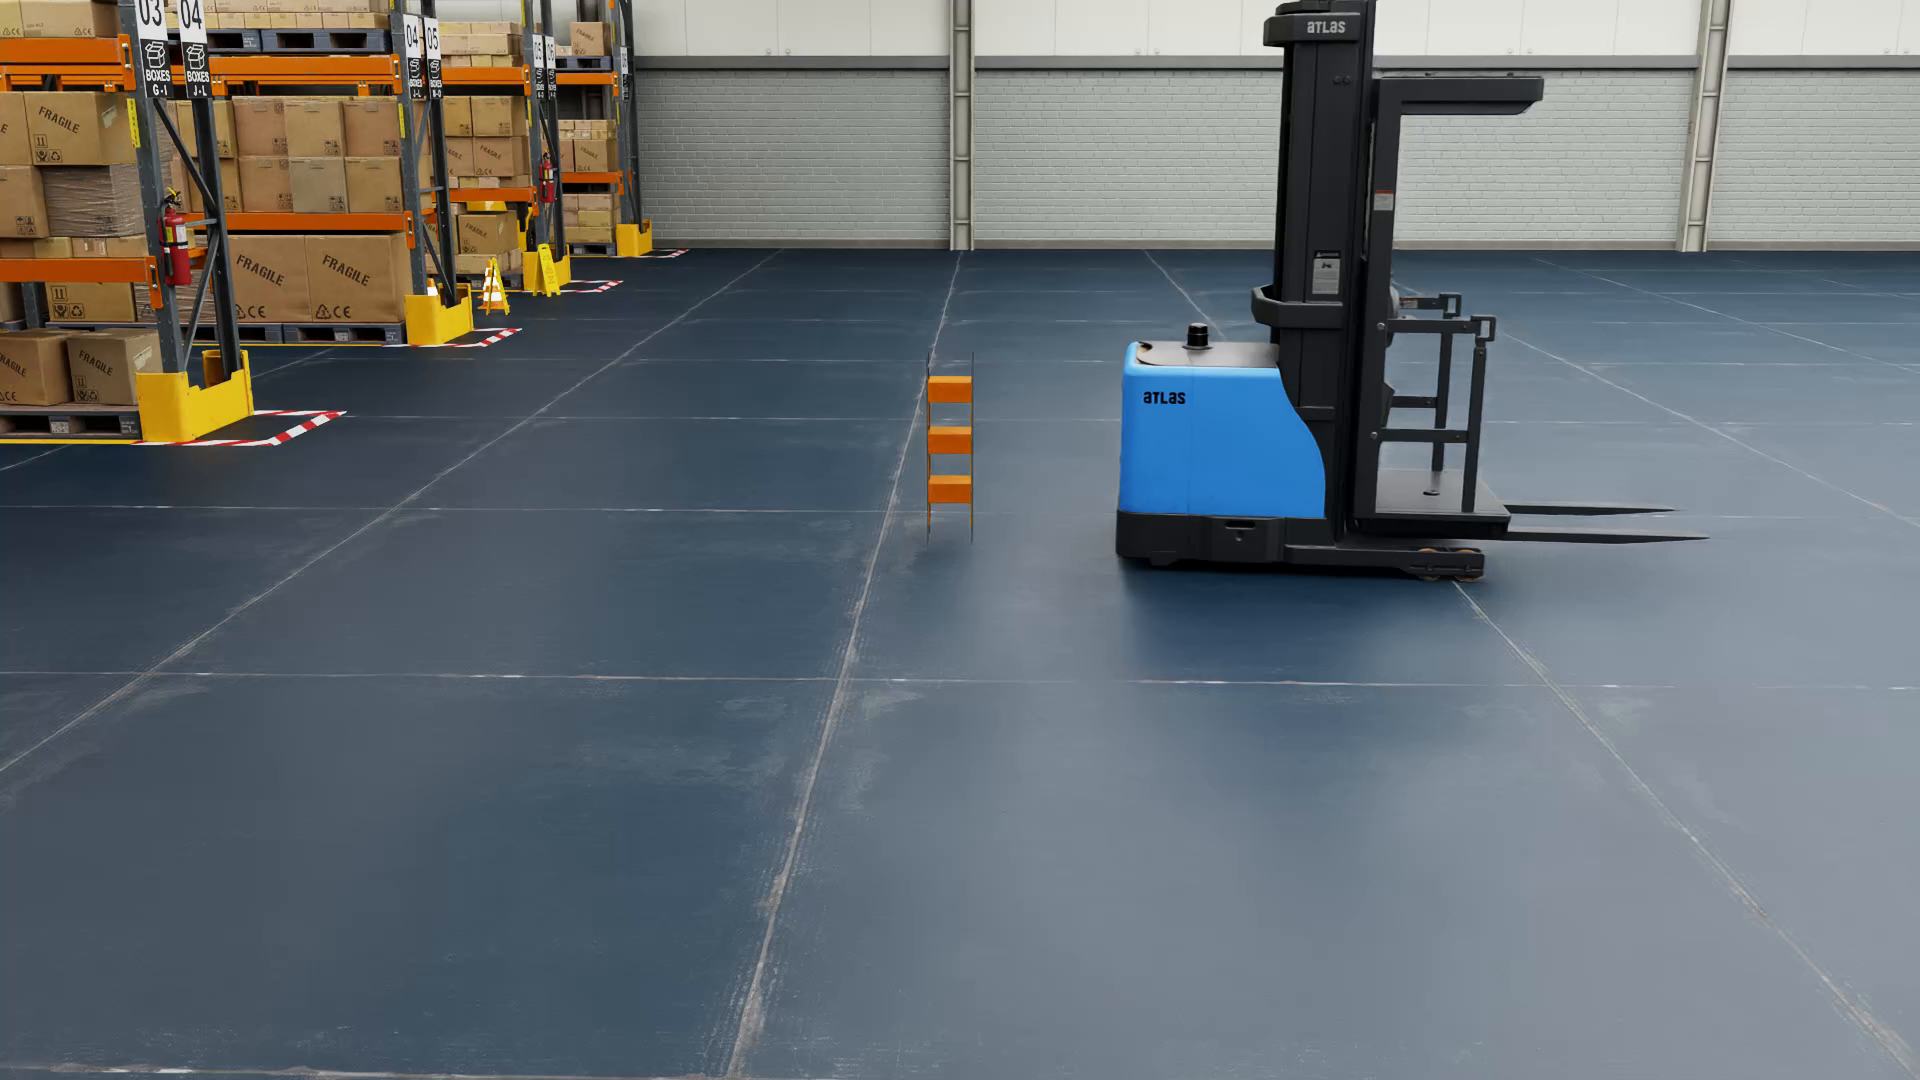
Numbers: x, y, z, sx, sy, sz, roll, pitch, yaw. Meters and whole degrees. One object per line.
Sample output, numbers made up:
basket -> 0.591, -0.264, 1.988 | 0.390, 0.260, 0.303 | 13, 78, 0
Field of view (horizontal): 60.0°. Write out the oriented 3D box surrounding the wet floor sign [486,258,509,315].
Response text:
wet floor sign -> -5.358, -2.934, 19.197 | 0.232, 0.644, 0.267 | -2, 15, -8

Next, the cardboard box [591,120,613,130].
cardboard box -> -5.652, -6.551, 26.240 | 0.250, 0.149, 0.380 | 0, 15, 2

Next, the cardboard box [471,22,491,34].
cardboard box -> -6.014, -6.484, 21.085 | 0.250, 0.149, 0.380 | 1, 15, 2

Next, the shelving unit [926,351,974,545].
shelving unit -> -0.053, -0.508, 9.207 | 0.252, 1.050, 0.215 | 0, 15, 1

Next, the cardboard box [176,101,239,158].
cardboard box -> -7.449, -4.164, 16.830 | 0.500, 0.550, 0.875 | 0, 15, 1

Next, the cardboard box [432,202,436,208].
cardboard box -> -6.839, -4.307, 21.611 | 0.250, 0.149, 0.380 | 1, 15, 2

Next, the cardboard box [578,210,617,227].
cardboard box -> -5.783, -5.136, 26.512 | 0.500, 0.250, 0.500 | 0, 15, 1

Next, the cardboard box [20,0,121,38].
cardboard box -> -6.153, -3.620, 11.595 | 0.500, 0.250, 0.500 | 1, 15, 3

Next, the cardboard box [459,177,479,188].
cardboard box -> -6.303, -4.638, 21.531 | 0.250, 0.149, 0.380 | 0, 15, 0

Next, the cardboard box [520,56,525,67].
cardboard box -> -5.735, -6.245, 21.742 | 0.250, 0.149, 0.380 | 0, 15, 1

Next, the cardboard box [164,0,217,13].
cardboard box -> -7.439, -5.283, 16.297 | 0.500, 0.250, 0.500 | 1, 15, 2

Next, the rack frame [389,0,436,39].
rack frame -> -5.437, -6.469, 16.218 | 0.127, 3.000, 1.000 | 0, 15, 1

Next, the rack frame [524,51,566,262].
rack frame -> -5.412, -4.831, 21.771 | 0.127, 3.000, 1.000 | 0, 15, 1

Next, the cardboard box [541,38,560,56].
cardboard box -> -6.378, -7.663, 25.870 | 0.258, 0.266, 0.396 | 0, 15, 2

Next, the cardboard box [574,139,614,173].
cardboard box -> -5.787, -6.081, 26.314 | 0.500, 0.500, 0.500 | 0, 15, 0

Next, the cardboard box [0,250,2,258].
cardboard box -> -6.955, -2.140, 12.062 | 0.250, 0.149, 0.380 | 0, 15, 1

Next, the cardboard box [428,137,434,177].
cardboard box -> -6.962, -4.965, 21.500 | 0.500, 0.500, 0.500 | 0, 15, 1

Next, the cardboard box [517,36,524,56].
cardboard box -> -5.908, -6.424, 21.639 | 0.500, 0.250, 0.500 | 0, 15, 0

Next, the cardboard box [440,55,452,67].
cardboard box -> -6.541, -6.113, 21.243 | 0.250, 0.149, 0.380 | 0, 15, 2

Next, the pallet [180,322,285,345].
pallet -> -7.455, -2.214, 17.316 | 1.213, 0.211, 1.003 | 0, 15, 1

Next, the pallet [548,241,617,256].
pallet -> -6.054, -4.743, 26.903 | 1.213, 0.211, 1.003 | 0, 15, 1

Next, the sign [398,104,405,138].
sign -> -5.465, -4.104, 16.282 | 0.005, 0.325, 0.100 | 0, 15, 1

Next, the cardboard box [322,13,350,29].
cardboard box -> -6.030, -5.066, 16.254 | 0.250, 0.149, 0.380 | 0, 15, 2

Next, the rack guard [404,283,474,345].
rack guard -> -5.413, -2.359, 17.302 | 0.348, 0.500, 1.175 | 0, 15, 1

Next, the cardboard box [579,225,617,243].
cardboard box -> -5.766, -4.893, 26.572 | 0.500, 0.250, 0.500 | 0, 15, 2

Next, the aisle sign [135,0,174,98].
aisle sign -> -5.611, -3.484, 11.569 | 0.004, 0.787, 0.394 | 0, 15, 1

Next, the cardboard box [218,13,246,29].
cardboard box -> -7.048, -5.072, 16.279 | 0.250, 0.149, 0.380 | 0, 15, 2

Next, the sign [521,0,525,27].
sign -> -5.446, -6.568, 20.739 | 0.005, 0.325, 0.100 | 0, 15, 1

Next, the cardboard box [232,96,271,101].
cardboard box -> -8.976, -5.474, 21.471 | 0.500, 0.500, 0.700 | 0, 15, 1

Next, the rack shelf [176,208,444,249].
rack shelf -> -7.437, -3.233, 17.125 | 4.000, 0.370, 1.077 | 0, 15, 1

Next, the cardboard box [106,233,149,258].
cardboard box -> -5.955, -2.131, 12.031 | 0.250, 0.149, 0.380 | 0, 15, 1

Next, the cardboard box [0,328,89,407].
cardboard box -> -6.887, -1.302, 12.470 | 0.500, 0.500, 0.500 | 4, 15, 16

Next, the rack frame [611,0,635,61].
rack frame -> -5.289, -8.998, 25.803 | 0.127, 3.000, 1.000 | 0, 15, 1

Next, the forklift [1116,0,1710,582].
forklift -> 2.380, -1.345, 8.692 | 3.031, 2.935, 1.130 | 2, 15, 7

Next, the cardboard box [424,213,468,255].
cardboard box -> -6.741, -4.008, 21.750 | 0.500, 0.500, 0.500 | 1, 15, 4

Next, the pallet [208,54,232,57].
pallet -> -10.025, -6.248, 21.629 | 1.003, 0.211, 1.213 | 0, 15, 1

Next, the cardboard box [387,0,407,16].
cardboard box -> -5.913, -5.410, 16.776 | 0.500, 0.250, 0.500 | 0, 15, 1

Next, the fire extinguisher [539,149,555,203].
fire extinguisher -> -5.309, -4.675, 21.332 | 0.183, 0.674, 0.296 | 0, 15, 1

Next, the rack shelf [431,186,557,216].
rack shelf -> -7.411, -4.496, 21.912 | 4.000, 0.370, 1.077 | 0, 15, 1

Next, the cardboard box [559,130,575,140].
cardboard box -> -6.157, -6.401, 26.254 | 0.250, 0.149, 0.380 | 1, 15, 2

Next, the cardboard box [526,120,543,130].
cardboard box -> -6.672, -6.534, 26.174 | 0.250, 0.149, 0.380 | 1, 15, 3

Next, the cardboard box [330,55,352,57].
cardboard box -> -7.819, -6.091, 21.158 | 0.250, 0.149, 0.380 | 0, 15, 0

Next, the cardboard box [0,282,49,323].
cardboard box -> -10.059, -2.690, 17.244 | 0.750, 0.750, 1.050 | 0, 15, 1

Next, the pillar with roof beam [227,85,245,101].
pillar with roof beam -> -12.070, -8.173, 22.679 | 0.400, 9.000, 9.100 | 0, 15, 1

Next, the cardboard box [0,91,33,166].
cardboard box -> -6.721, -2.922, 11.795 | 0.500, 0.500, 0.500 | 0, 15, 1

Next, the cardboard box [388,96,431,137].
cardboard box -> -6.946, -5.437, 21.327 | 0.500, 0.500, 0.700 | 0, 15, 1

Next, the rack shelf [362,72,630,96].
rack shelf -> -7.288, -7.212, 26.327 | 4.000, 0.370, 1.077 | 0, 15, 1

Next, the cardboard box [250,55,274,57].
cardboard box -> -8.845, -6.105, 21.211 | 0.250, 0.149, 0.380 | 0, 15, 1

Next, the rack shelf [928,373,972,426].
rack shelf -> -0.053, -0.772, 9.138 | 0.240, 0.259, 0.215 | 0, 15, 1

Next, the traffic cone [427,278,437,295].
traffic cone -> -5.932, -2.707, 18.693 | 0.334, 0.463, 0.336 | 0, 15, 1

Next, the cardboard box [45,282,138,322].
cardboard box -> -8.809, -2.748, 17.217 | 0.875, 0.875, 0.875 | 1, 15, 2

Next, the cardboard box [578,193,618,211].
cardboard box -> -5.757, -5.377, 26.448 | 0.500, 0.250, 0.500 | 1, 15, 3

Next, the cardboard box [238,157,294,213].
cardboard box -> -6.916, -3.665, 17.058 | 0.550, 0.550, 0.875 | 0, 15, 1
